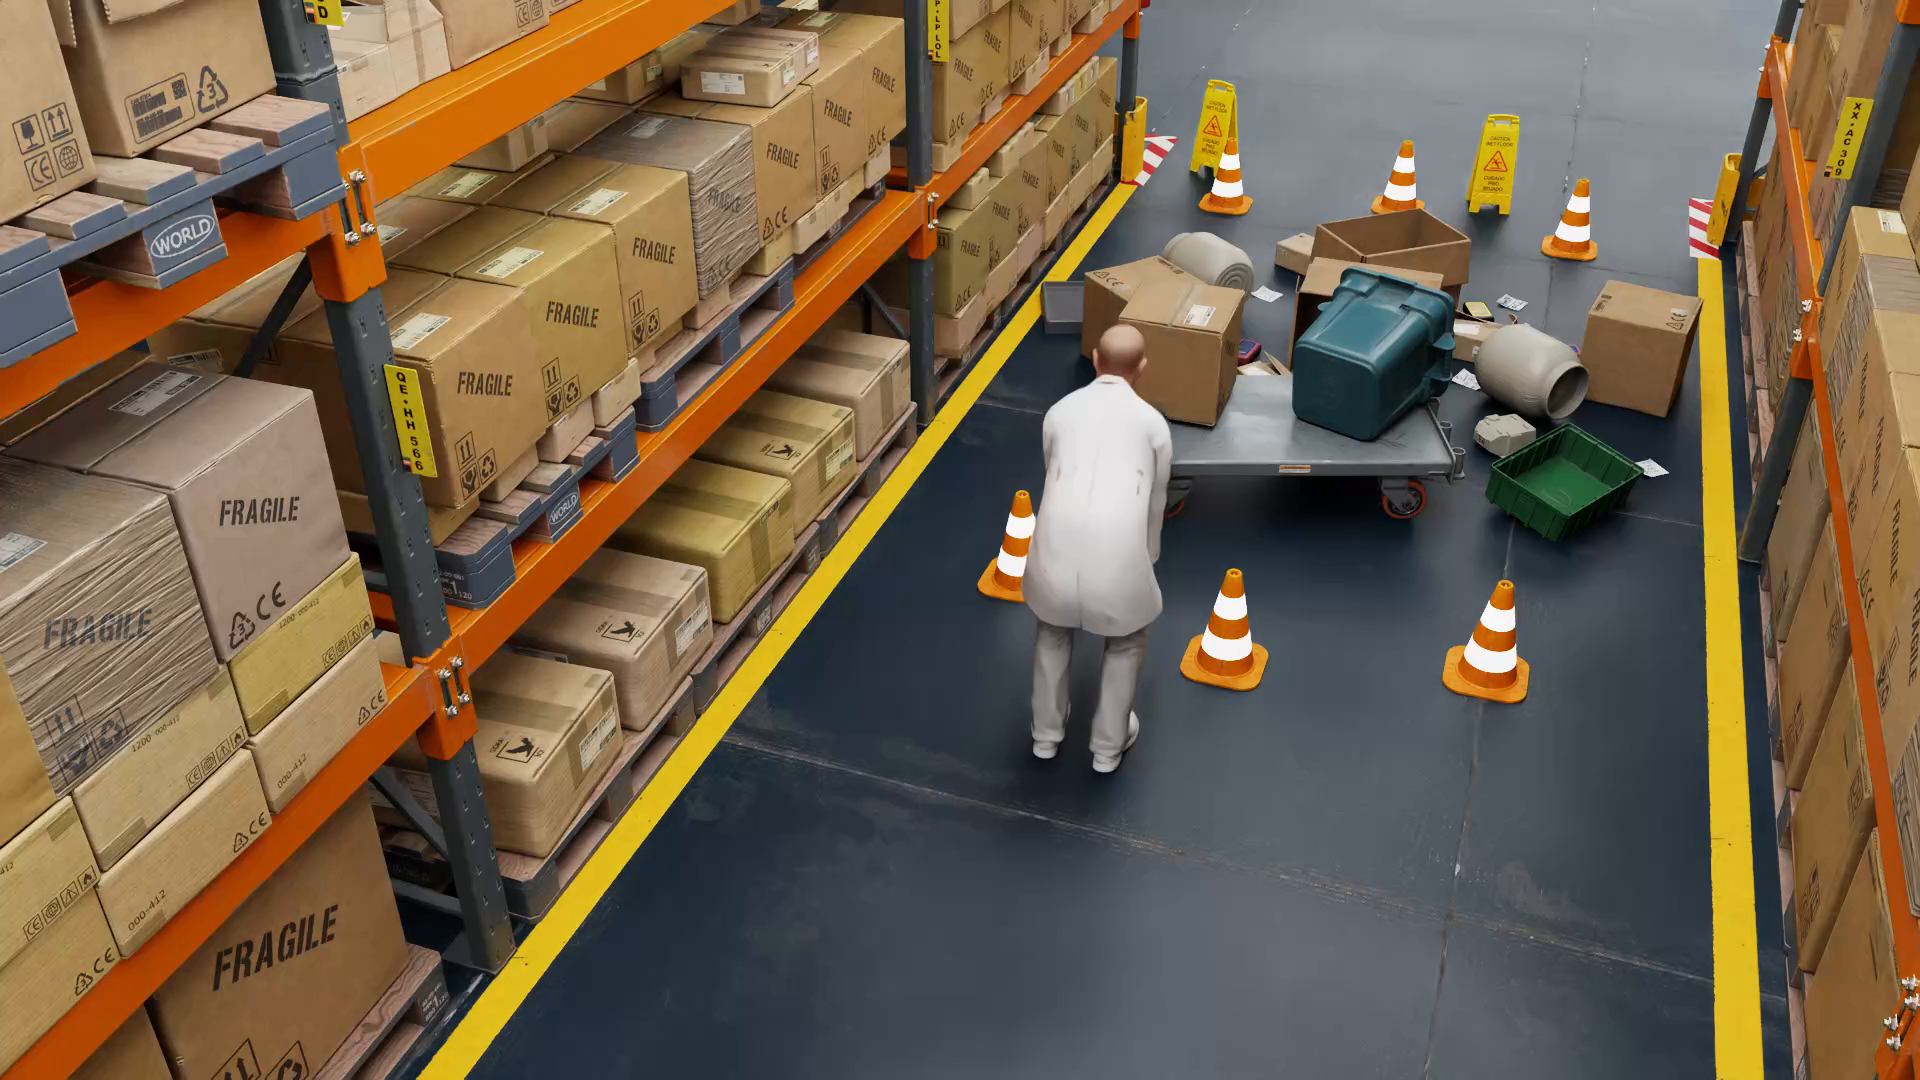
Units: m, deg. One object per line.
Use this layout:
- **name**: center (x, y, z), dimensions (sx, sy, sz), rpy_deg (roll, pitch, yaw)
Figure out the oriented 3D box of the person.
- **person**: center (0.528, 0.044, 6.225), dimensions (0.544, 1.633, 0.697), rpy_deg (10, 34, 16)
